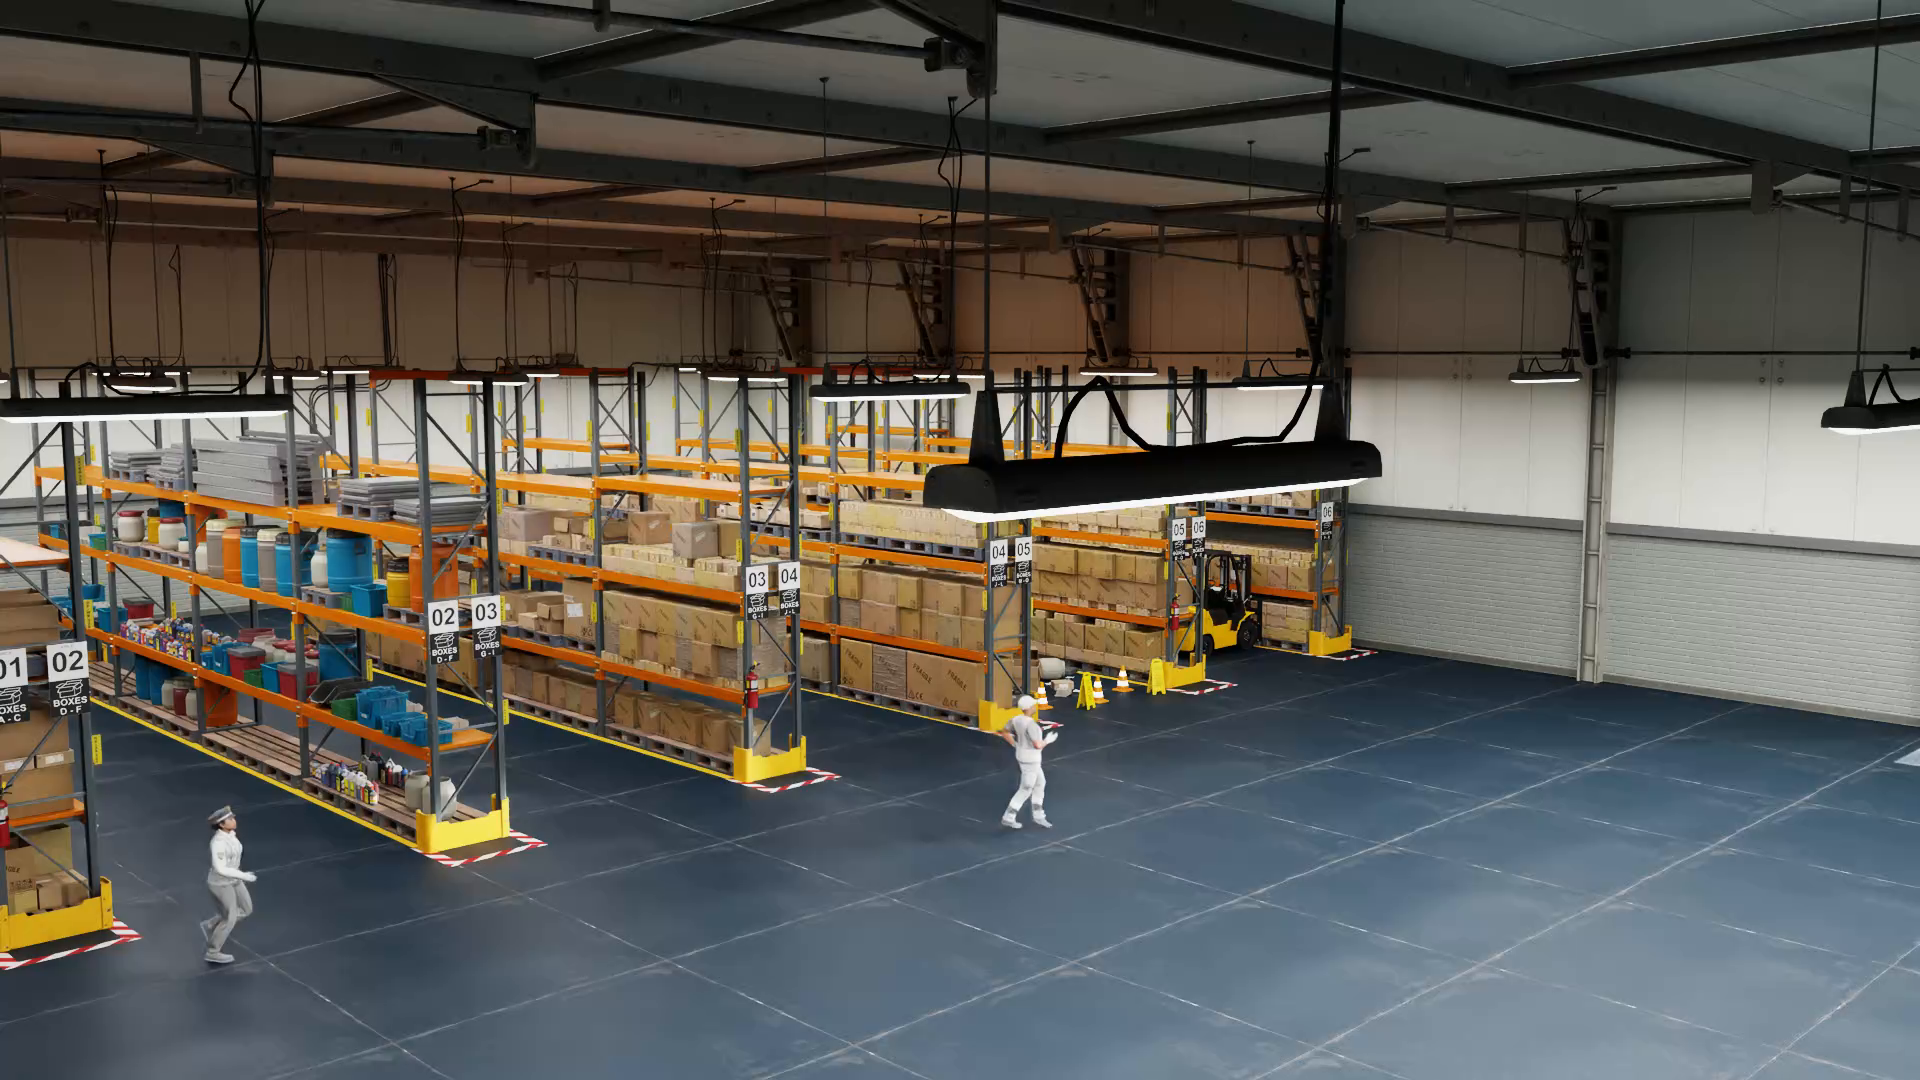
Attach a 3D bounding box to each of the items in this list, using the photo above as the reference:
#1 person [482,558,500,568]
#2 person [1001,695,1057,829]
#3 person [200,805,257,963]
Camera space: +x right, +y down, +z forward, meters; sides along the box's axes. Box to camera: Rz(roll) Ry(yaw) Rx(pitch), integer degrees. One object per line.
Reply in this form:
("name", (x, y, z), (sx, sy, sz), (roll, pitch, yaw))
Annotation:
("person", (-11.390, 0.959, 40.123), (0.747, 1.759, 0.669), (3, 7, 28))
("person", (0.896, 2.954, 21.951), (0.765, 1.832, 0.632), (-2, 7, -15))
("person", (-7.629, 3.565, 17.328), (0.607, 1.657, 0.620), (-1, 7, -11))
